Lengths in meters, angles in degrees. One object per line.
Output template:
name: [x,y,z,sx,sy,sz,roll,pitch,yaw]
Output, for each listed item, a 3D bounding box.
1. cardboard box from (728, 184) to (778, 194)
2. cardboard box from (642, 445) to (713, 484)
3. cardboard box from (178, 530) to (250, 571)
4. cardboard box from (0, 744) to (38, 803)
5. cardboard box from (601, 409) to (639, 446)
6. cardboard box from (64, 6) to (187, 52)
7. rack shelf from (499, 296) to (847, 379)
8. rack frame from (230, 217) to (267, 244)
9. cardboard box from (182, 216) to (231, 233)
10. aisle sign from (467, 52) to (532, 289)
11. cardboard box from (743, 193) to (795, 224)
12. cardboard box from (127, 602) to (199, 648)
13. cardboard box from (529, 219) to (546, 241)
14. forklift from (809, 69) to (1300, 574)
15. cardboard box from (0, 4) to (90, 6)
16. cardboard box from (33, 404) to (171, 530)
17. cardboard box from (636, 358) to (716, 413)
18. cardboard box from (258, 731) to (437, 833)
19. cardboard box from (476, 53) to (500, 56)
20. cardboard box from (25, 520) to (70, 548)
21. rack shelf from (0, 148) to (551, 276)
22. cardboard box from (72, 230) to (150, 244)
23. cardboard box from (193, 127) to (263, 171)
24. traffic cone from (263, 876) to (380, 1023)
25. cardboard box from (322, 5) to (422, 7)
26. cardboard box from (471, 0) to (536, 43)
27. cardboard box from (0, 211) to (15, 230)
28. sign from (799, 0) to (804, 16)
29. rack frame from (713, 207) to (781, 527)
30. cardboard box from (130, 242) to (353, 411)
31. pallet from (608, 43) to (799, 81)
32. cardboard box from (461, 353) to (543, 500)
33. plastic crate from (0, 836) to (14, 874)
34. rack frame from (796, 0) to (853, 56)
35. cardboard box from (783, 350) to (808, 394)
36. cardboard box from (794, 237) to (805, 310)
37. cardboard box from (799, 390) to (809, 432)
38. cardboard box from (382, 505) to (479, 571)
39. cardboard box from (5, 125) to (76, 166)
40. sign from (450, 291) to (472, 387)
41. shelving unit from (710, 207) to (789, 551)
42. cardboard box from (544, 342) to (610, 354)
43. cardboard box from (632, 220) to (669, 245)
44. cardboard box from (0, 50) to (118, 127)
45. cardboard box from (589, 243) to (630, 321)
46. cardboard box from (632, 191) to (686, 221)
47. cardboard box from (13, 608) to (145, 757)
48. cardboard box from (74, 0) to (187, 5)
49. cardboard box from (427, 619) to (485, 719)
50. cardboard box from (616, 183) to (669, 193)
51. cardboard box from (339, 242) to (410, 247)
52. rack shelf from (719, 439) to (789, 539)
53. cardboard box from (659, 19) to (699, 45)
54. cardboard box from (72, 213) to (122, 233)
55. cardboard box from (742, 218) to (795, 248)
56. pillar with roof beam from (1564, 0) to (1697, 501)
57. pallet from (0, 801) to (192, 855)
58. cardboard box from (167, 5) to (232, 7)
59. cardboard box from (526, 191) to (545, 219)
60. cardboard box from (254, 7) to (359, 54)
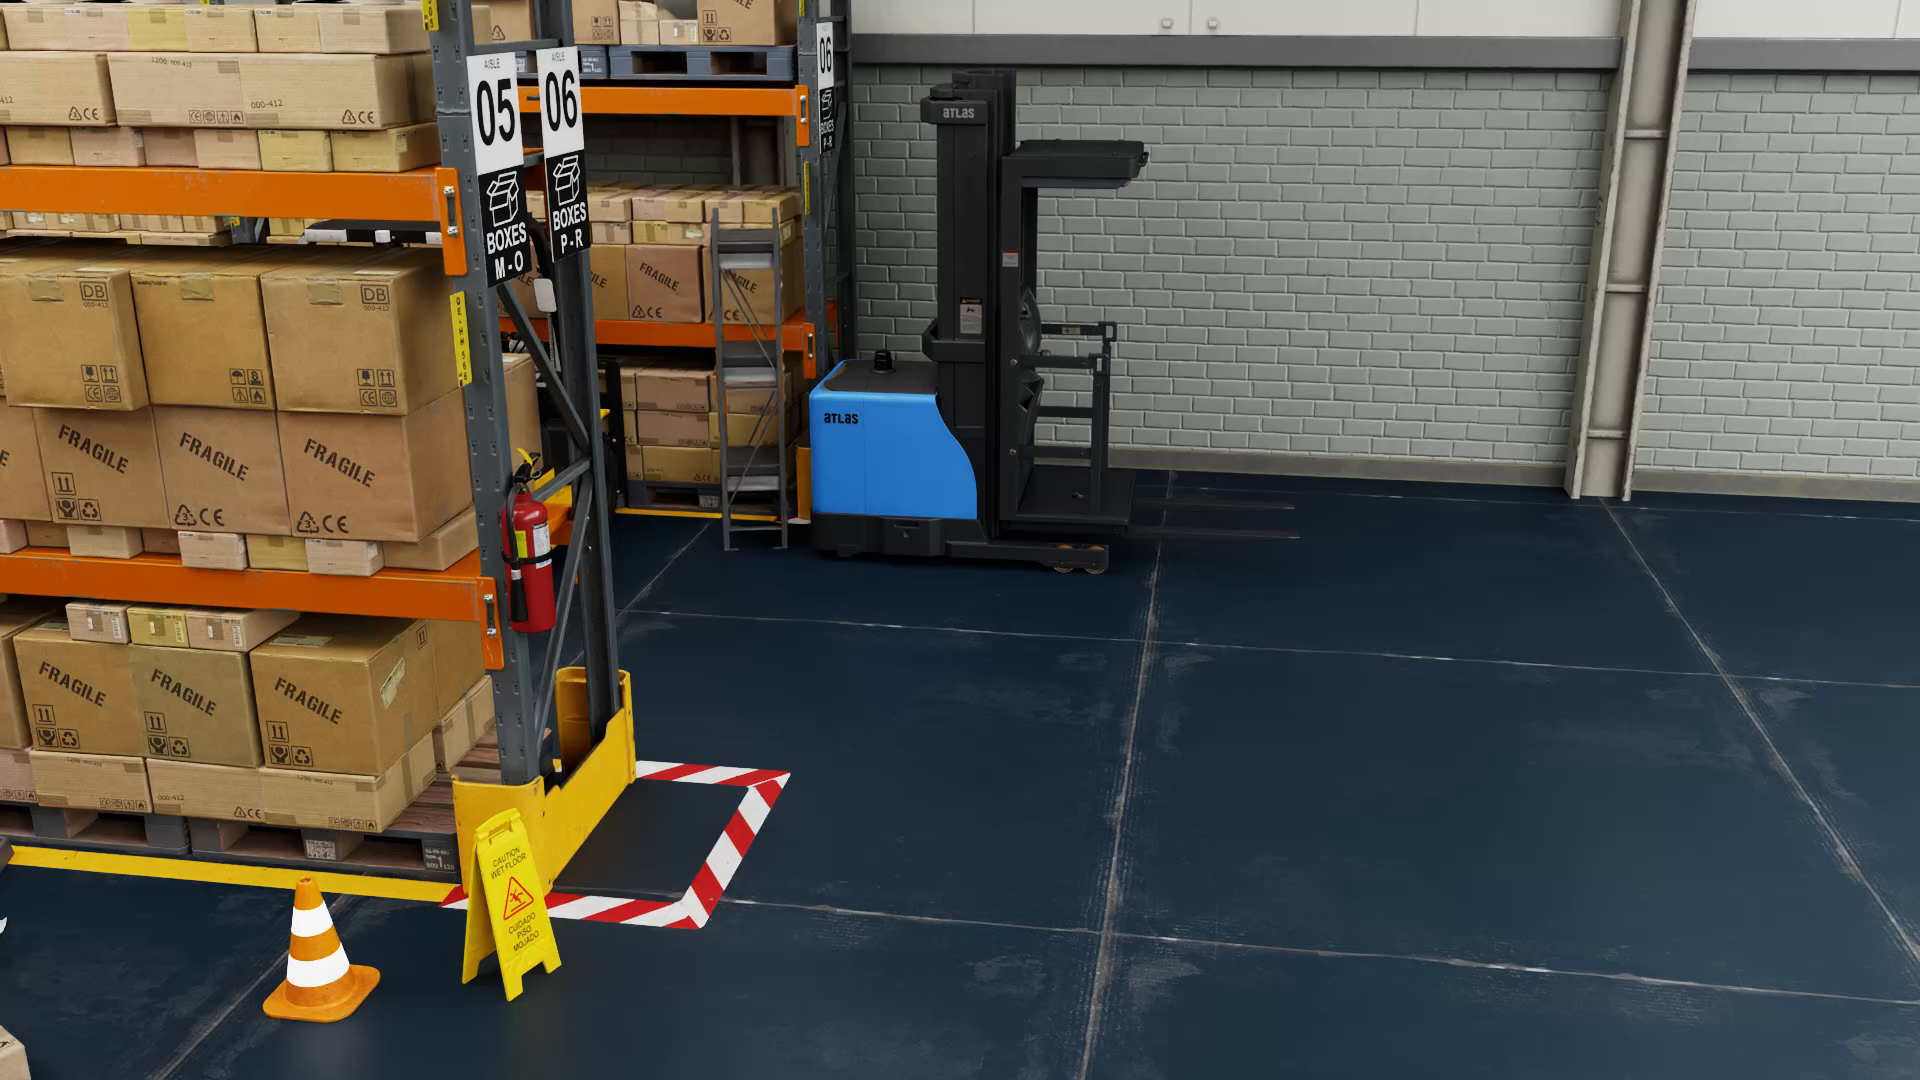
cardboard box: [-1.419,-2.351,11.452,0.250,0.149,0.380,4,19,11]
cardboard box: [-1.872,-0.586,11.497,0.500,0.250,0.500,3,19,9]
cardboard box: [-2.832,-0.016,6.520,0.250,0.149,0.380,3,19,10]
cardboard box: [-4.009,0.885,7.104,0.500,0.250,0.500,3,19,8]
cardboard box: [-2.406,-0.845,11.483,0.500,0.250,0.500,2,19,7]
cardboard box: [-3.019,-1.864,6.059,0.250,0.149,0.380,3,19,9]
rack shelf: [-2.844,-1.497,11.684,4.000,0.370,1.077,3,19,9]
rack frame: [-4.818,-1.939,11.871,0.127,3.000,1.000,3,19,9]
cardboard box: [-5.191,-2.242,11.595,0.250,0.149,0.380,4,19,11]
aisle sign: [-1.637,-1.321,5.928,0.004,0.787,0.394,3,19,9]
cardboard box: [-1.256,-2.186,10.960,0.250,0.149,0.380,3,19,9]
cardboard box: [-3.106,0.289,6.678,0.250,0.149,0.380,3,19,10]
cardboard box: [-2.758,-2.120,11.232,0.250,0.149,0.380,3,19,8]
forklift: [0.620,-1.363,10.257,3.031,2.935,1.130,3,19,7]
cardboard box: [-3.708,-2.070,6.673,0.250,0.149,0.380,3,19,9]
cardboard box: [-3.219,-0.365,6.540,0.500,0.500,0.500,3,19,8]
cardboard box: [-1.878,-1.056,11.329,0.500,0.250,0.500,3,19,10]
cardboard box: [-2.517,0.965,6.864,0.500,0.250,0.500,3,19,8]
cardboard box: [-2.107,-1.784,6.447,0.500,0.250,0.500,3,19,8]
cardboard box: [-3.562,-0.098,6.765,0.250,0.149,0.380,3,19,9]
rack shelf: [-3.627,-1.364,6.560,4.000,0.370,1.077,3,19,9]
cardboard box: [-5.853,-2.073,11.720,0.500,0.250,0.500,2,19,7]
cardboard box: [-2.557,-1.442,6.055,0.250,0.149,0.380,3,19,10]
traffic cone: [-2.282,1.403,5.880,0.334,0.463,0.336,3,19,9]
cardboard box: [-2.222,-1.953,6.326,0.250,0.149,0.380,3,19,8]
cardboard box: [-2.912,-3.526,10.904,0.637,0.503,0.797,4,19,10]
cardboard box: [-6.731,-2.286,11.727,0.250,0.149,0.380,2,19,7]
sign: [-0.969,-3.373,10.159,0.005,0.325,0.100,3,19,9]
rack frame: [-1.351,-1.086,10.736,0.400,2.100,0.015,-2,19,-6]
cardboard box: [-2.690,-0.830,6.355,0.500,0.500,0.700,3,19,9]
pallet: [-1.563,-3.162,10.938,1.213,0.211,1.003,3,19,9]
cardboard box: [-2.076,-0.482,6.889,0.500,0.500,0.500,3,19,8]
plastic crate: [-4.182,1.337,6.682,0.583,0.080,0.402,-3,19,-10]
rack frame: [-0.869,-4.583,10.317,0.127,3.000,1.000,3,19,9]
cardboard box: [-1.313,-1.191,11.730,0.500,0.250,0.500,3,19,8]
cardboard box: [-1.314,-1.897,11.588,0.500,0.500,0.500,4,19,10]
cardboard box: [-1.300,-0.959,11.825,0.500,0.250,0.500,3,19,10]
cardboard box: [-2.056,-0.015,6.517,0.250,0.149,0.380,4,19,10]
cardboard box: [-3.309,-1.489,6.195,0.250,0.149,0.380,2,19,7]
sign: [-1.760,-0.709,5.870,0.005,0.325,0.100,3,19,9]
shelving unit: [-1.323,-1.009,10.506,0.431,2.100,0.503,-2,19,-6]
cardboard box: [-2.804,-1.271,11.970,0.500,0.250,0.500,3,19,8]
cardboard box: [-2.002,-2.074,11.095,0.250,0.149,0.380,3,19,8]
cardboard box: [-3.210,-1.666,6.097,0.500,0.250,0.500,3,19,10]
cardboard box: [-2.413,-1.782,11.245,0.500,0.500,0.500,3,19,8]
cardboard box: [-2.001,-2.229,11.089,0.250,0.149,0.380,3,19,9]
cardboard box: [-3.498,0.555,6.906,0.500,0.500,0.500,2,19,7]
cardboard box: [-5.572,-3.526,11.207,0.500,0.311,0.500,2,19,7]
cardboard box: [-2.429,0.439,7.255,0.500,0.500,0.500,2,19,7]
cardboard box: [-2.189,-2.373,11.518,0.250,0.149,0.380,4,19,10]
cardboard box: [-3.905,-1.861,11.481,0.500,0.500,0.500,3,19,10]
rack shelf: [-1.327,-0.332,10.732,0.431,0.518,0.480,-2,19,-6]
cardboard box: [-1.735,-3.234,10.591,0.250,0.149,0.380,2,19,7]
cardboard box: [-5.962,-2.249,11.619,0.250,0.149,0.380,2,19,7]
cardboard box: [-1.256,-2.022,10.940,0.250,0.149,0.380,3,19,9]
pillar with roof beam: [3.828,-3.249,6.332,0.400,9.000,9.100,3,19,9]
pallet: [-3.725,1.022,7.416,1.213,0.211,1.003,3,19,9]
cardboard box: [-2.955,-2.004,6.476,0.250,0.149,0.380,3,19,8]
cardboard box: [-2.771,-2.261,11.185,0.250,0.149,0.380,3,19,9]
cardboard box: [-2.282,-1.813,5.908,0.250,0.149,0.380,3,19,10]
